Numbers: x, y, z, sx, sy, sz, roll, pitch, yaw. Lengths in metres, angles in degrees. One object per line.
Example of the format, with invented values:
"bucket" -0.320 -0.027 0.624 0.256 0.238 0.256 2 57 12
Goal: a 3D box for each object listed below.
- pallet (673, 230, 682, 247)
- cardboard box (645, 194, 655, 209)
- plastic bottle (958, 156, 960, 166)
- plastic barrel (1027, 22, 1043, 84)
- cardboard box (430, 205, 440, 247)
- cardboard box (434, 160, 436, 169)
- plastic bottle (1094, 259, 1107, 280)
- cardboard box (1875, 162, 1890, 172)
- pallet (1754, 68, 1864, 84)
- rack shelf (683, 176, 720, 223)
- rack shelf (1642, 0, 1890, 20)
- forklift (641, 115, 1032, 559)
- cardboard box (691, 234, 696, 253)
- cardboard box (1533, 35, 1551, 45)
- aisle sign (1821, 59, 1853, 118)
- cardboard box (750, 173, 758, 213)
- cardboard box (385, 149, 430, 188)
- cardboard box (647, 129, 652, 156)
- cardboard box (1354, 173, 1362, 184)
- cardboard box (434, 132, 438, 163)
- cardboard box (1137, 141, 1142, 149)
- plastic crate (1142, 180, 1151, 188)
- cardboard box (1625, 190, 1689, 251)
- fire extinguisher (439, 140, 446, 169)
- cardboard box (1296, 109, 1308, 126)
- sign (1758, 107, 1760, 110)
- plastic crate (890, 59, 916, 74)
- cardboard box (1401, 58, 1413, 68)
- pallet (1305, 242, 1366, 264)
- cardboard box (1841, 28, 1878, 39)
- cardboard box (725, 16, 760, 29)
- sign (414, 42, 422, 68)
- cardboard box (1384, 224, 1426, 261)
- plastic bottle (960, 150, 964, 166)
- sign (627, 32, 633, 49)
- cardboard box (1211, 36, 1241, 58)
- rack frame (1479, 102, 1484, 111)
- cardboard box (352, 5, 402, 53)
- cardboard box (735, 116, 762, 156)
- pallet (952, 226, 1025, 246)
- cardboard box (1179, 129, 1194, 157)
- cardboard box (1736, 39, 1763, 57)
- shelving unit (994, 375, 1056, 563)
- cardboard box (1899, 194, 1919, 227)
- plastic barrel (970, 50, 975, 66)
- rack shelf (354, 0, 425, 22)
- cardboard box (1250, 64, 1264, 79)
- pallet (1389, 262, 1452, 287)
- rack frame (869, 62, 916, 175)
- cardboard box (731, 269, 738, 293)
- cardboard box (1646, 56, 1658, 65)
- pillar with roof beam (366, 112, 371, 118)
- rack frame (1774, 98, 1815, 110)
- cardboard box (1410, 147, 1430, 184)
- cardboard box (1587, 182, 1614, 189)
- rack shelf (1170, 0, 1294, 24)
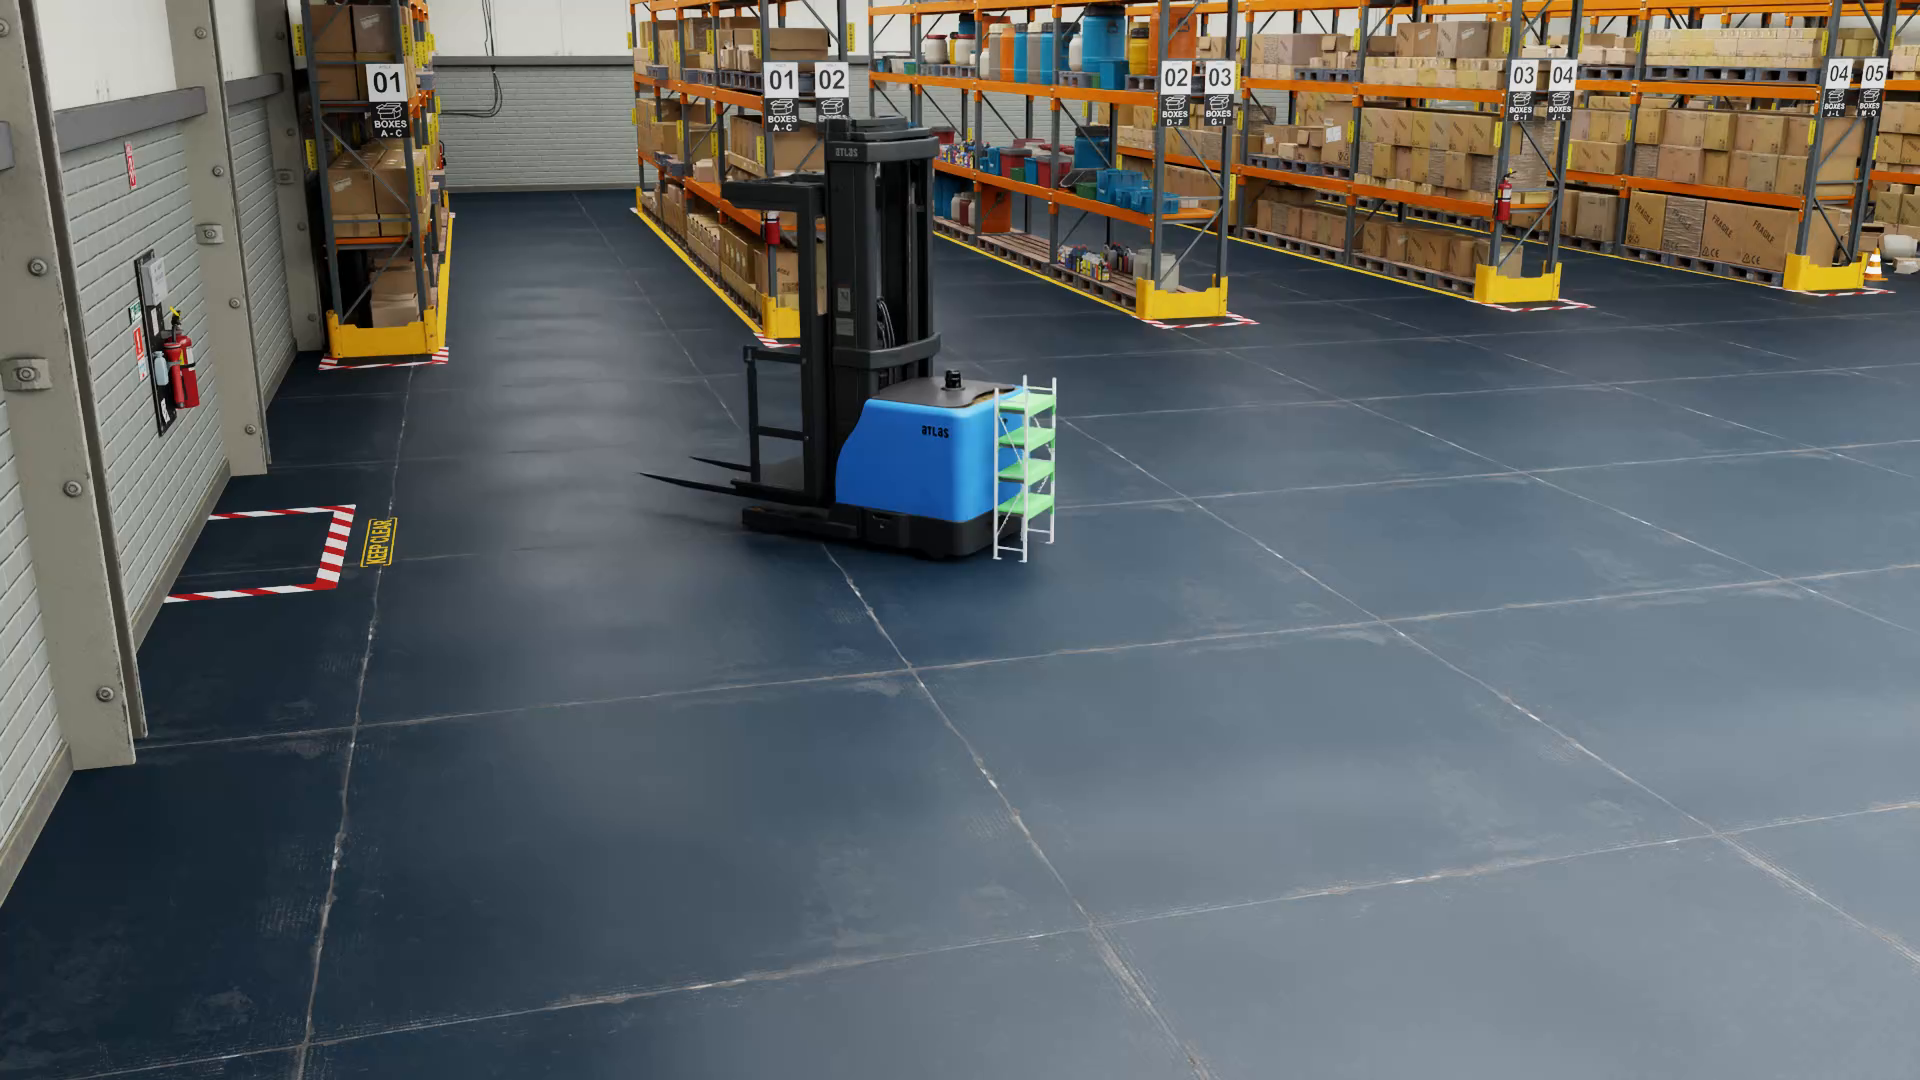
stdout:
"pallet" -4.513 -5.378 29.490 1.003 0.211 1.213 -5 17 -15
"cardboard box" -6.060 -6.825 33.473 0.500 0.250 0.500 -5 17 -15
"plastic bottle" 0.018 -6.773 29.631 0.097 0.201 0.097 0 17 0
"plastic barrel" 1.322 -7.433 25.397 0.600 0.901 0.600 0 17 0
"cardboard box" -8.851 -5.160 26.923 0.750 0.750 0.750 -5 17 -16
"cardboard box" -9.260 -6.488 28.738 0.380 0.149 0.250 -5 17 -15
"plastic bottle" 1.980 -3.797 23.347 0.152 0.276 0.135 -5 17 -15
"cardboard box" 15.919 -6.394 28.461 0.380 0.149 0.250 -5 17 -16
"pallet" 12.295 -6.699 23.981 1.003 0.211 1.213 -5 17 -15
"rack shelf" -3.463 -5.270 25.532 1.077 0.370 4.000 -5 17 -15
"rack shelf" 11.959 -7.991 24.859 1.077 0.370 4.000 -5 17 -15
"forklift" -1.007 -1.567 12.074 3.031 2.935 1.130 10 19 29
"cardboard box" -4.012 -4.745 26.583 0.500 0.250 0.500 -5 17 -17
"cardboard box" 13.253 -11.110 37.432 0.500 0.500 0.500 -4 17 -14
"aisle sign" 12.240 -6.303 23.201 0.394 0.787 0.004 -5 17 -15
"cardboard box" -2.358 -4.561 21.747 0.700 0.500 0.500 -4 17 -14
"cardboard box" -7.248 -4.859 21.836 0.500 0.500 0.500 -5 17 -15
"cardboard box" -5.782 -7.724 32.279 0.500 0.500 0.500 -4 17 -14
"cardboard box" 6.382 -5.640 25.950 0.380 0.149 0.250 -5 17 -15
"cardboard box" -10.007 -7.176 30.107 0.980 0.700 0.700 -4 17 -14
"cardboard box" 3.874 -8.136 34.262 0.380 0.149 0.250 -5 17 -16
"plastic crate" 2.415 -5.096 23.961 0.499 0.251 0.616 -5 17 -15
"cardboard box" 11.515 -5.211 27.051 0.875 0.875 0.875 -4 17 -14
"fire extinguisher" -10.571 -7.850 33.655 0.296 0.674 0.183 -5 17 -15
"cardboard box" 7.969 -9.571 37.910 0.500 0.500 0.500 -4 17 -13
"sign" 15.561 -8.295 32.479 0.100 0.325 0.005 -5 17 -15
"plastic crate" -1.135 -9.513 33.401 0.437 0.282 0.530 -5 17 -15
"cardboard box" 6.697 -6.995 24.377 0.380 0.149 0.250 -5 17 -16
"pallet" 6.397 -4.723 27.308 1.003 0.211 1.213 -5 17 -15
"cardboard box" 12.723 -7.166 23.526 0.380 0.149 0.250 -5 17 -15
"cardboard box" -3.045 -7.160 23.587 0.500 0.500 0.500 -4 17 -15
"sign" -7.156 -6.398 21.923 0.100 0.325 0.005 -5 17 -15
"cardboard box" 6.849 -4.576 25.585 0.500 0.500 0.500 1 17 2
"plastic bottle" 0.045 -6.780 29.531 0.097 0.271 0.097 0 17 0
"sign" -6.733 -10.193 33.937 0.100 0.325 0.005 -5 17 -15
"cardboard box" 4.955 -9.030 30.682 0.500 0.500 0.500 -4 17 -12
"rack frame" 12.843 -9.946 39.849 1.000 3.000 0.127 -5 17 -15
"cardboard box" -6.448 -5.661 18.422 0.500 0.500 0.500 -6 18 -19
"cardboard box" -2.645 -5.468 22.514 0.700 0.500 0.500 -5 17 -15
"pallet" 0.494 -5.437 29.687 1.003 0.211 1.213 -5 17 -15
"cardboard box" 4.576 -7.680 32.130 0.500 0.500 0.500 -5 17 -17
"cardboard box" 11.832 -7.248 24.493 0.500 0.250 0.500 -5 17 -16
"shelving unit" 0.450 -0.497 11.520 0.258 1.200 0.503 8 18 24
"cardboard box" 16.202 -5.538 27.922 0.500 0.500 0.500 -4 17 -13
"plastic barrel" 0.315 -8.415 29.047 0.301 0.262 0.301 0 17 0
"rack shelf" -9.324 -8.665 27.103 1.077 0.370 4.000 -5 17 -15
"cardboard box" 5.398 -8.164 28.964 0.500 0.250 0.500 -4 17 -14
"pallet" 7.170 -3.987 24.857 1.003 0.211 1.213 -5 17 -15
"rack frame" -1.448 -8.771 35.937 1.000 3.000 0.127 -5 17 -15
"cardboard box" -2.812 -3.516 22.491 0.500 0.250 0.500 -5 17 -15
"cardboard box" 11.182 -7.645 26.508 0.380 0.149 0.250 -5 17 -16
"pillar with roof beam" -8.408 -11.880 35.858 9.100 9.000 0.400 -5 17 -15
"rack frame" 18.714 -9.233 37.476 1.000 3.000 0.127 -5 17 -15
"cardboard box" 7.112 -5.491 24.328 0.875 0.500 0.500 -5 17 -15
"cardboard box" 14.190 -7.858 35.861 0.875 0.875 0.875 -4 17 -14
"rack shelf" 4.964 -9.840 31.014 1.077 0.370 4.000 -5 17 -15
